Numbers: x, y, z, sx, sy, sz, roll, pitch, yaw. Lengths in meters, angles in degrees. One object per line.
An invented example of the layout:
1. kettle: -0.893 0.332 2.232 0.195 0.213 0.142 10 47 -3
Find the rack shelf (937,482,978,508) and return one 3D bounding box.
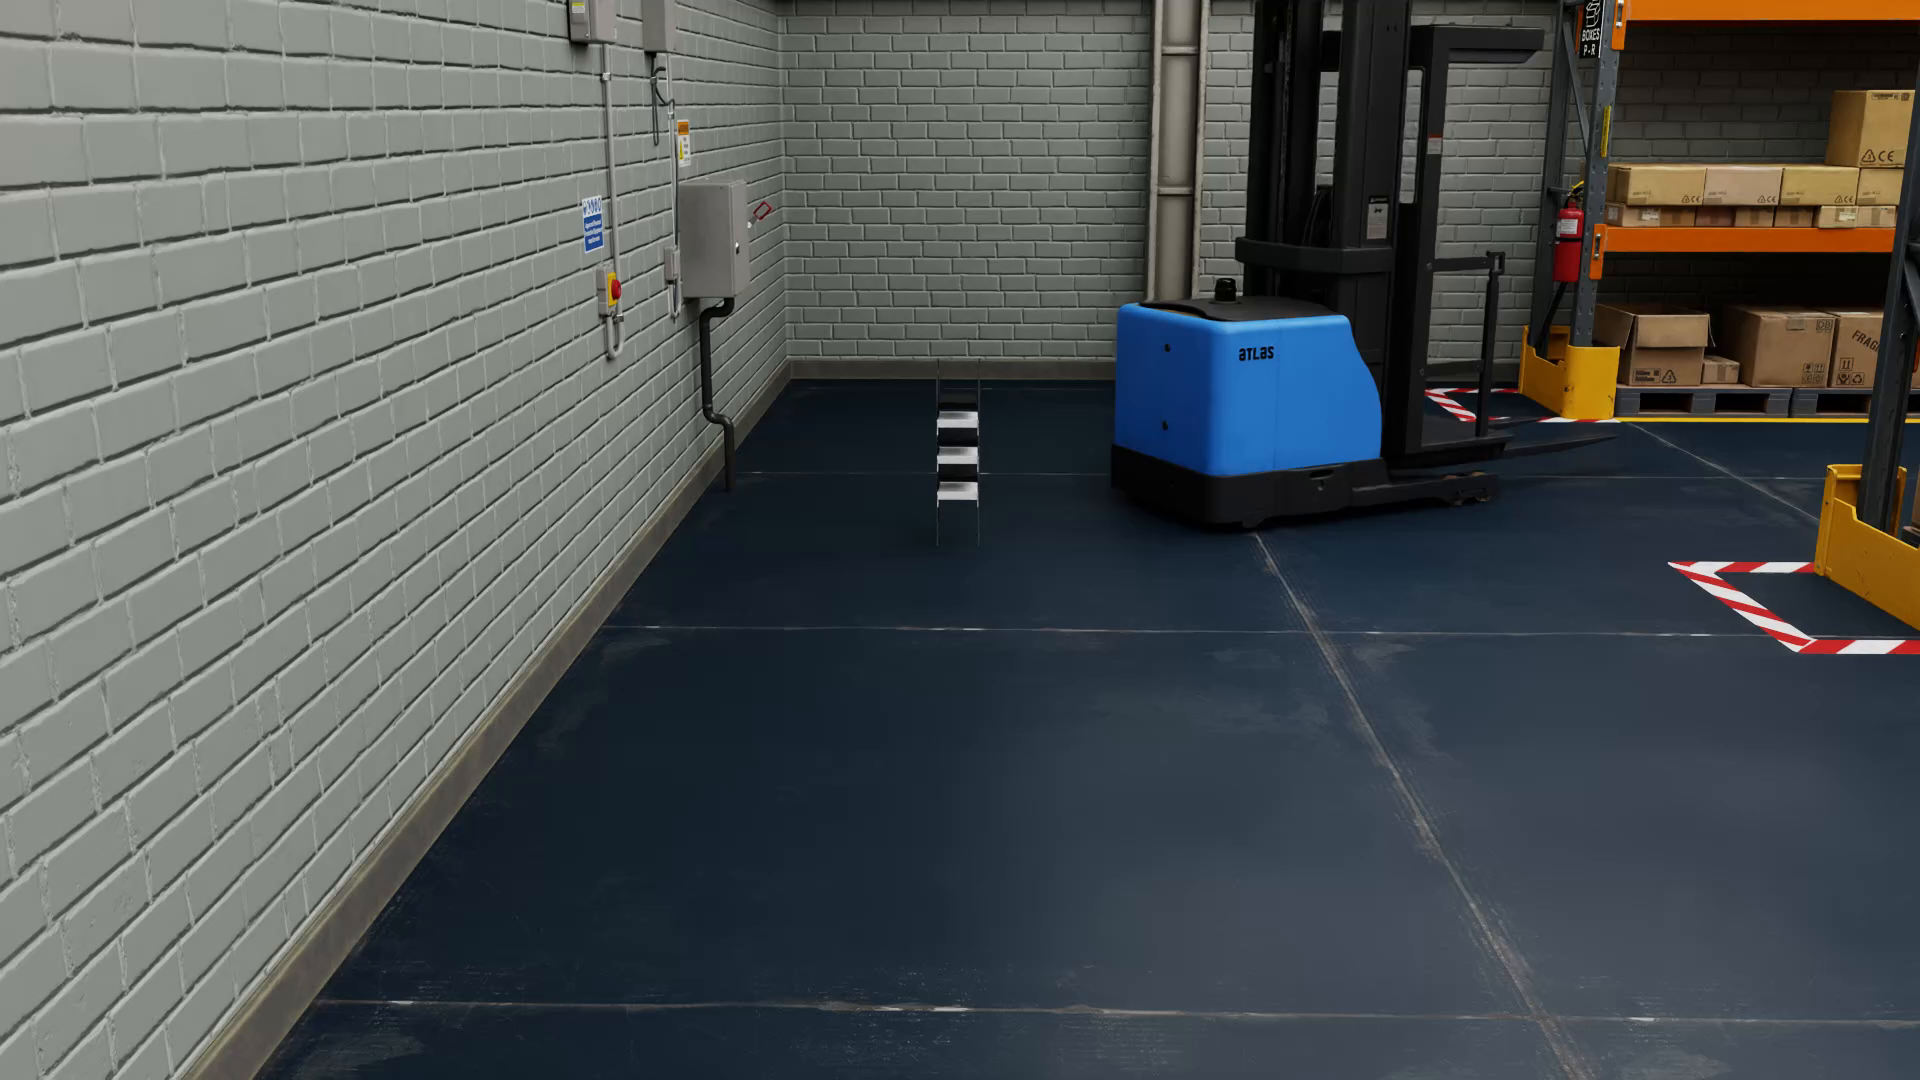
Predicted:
1. rack shelf: -0.008 -0.229 8.280 0.200 0.077 0.258 0 15 1

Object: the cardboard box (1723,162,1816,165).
1. cardboard box: 5.775 -2.559 11.871 0.500 0.250 0.500 1 15 3

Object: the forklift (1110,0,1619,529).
1. forklift: 2.383 -1.716 9.100 3.031 2.935 1.130 -7 16 -26

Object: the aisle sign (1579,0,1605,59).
1. aisle sign: 4.222 -3.614 11.062 0.004 0.787 0.394 0 15 1

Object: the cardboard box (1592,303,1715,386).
1. cardboard box: 4.907 -1.399 11.834 0.637 0.503 0.797 0 15 -1

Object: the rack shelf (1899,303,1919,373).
1. rack shelf: 6.174 -0.805 6.920 4.000 0.370 1.077 0 15 1

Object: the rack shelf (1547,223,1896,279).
1. rack shelf: 6.297 -2.071 11.718 4.000 0.370 1.077 0 15 1

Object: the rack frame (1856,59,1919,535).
1. rack frame: 4.175 -1.166 6.878 0.127 3.000 1.000 0 15 1

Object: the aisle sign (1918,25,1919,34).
1. aisle sign: 4.111 -2.502 6.848 0.004 0.787 0.394 0 15 1

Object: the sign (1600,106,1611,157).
1. sign: 4.284 -2.712 11.041 0.005 0.325 0.100 0 15 1

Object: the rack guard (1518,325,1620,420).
1. rack guard: 4.374 -1.222 11.993 0.348 0.500 1.175 0 15 1

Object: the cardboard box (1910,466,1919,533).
1. cardboard box: 4.837 -0.151 7.231 0.875 0.438 0.875 0 15 0

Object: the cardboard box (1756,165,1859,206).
1. cardboard box: 5.755 -2.425 11.364 0.500 0.250 0.500 0 15 0

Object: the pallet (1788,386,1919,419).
1. pallet: 6.387 -1.069 11.978 1.213 0.211 1.003 0 15 1

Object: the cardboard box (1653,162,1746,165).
1. cardboard box: 5.280 -2.564 11.888 0.500 0.250 0.500 0 15 2

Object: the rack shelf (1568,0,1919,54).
1. rack shelf: 6.297 -3.521 11.335 4.000 0.370 1.077 0 15 1

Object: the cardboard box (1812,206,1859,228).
1. cardboard box: 5.906 -2.217 11.355 0.250 0.149 0.380 0 15 0

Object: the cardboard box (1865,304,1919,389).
1. cardboard box: 6.798 -1.375 11.750 0.500 0.500 0.700 0 15 -1

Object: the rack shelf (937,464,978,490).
1. rack shelf: -0.008 -0.316 8.257 0.200 0.077 0.258 0 15 1

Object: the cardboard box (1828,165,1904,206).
1. cardboard box: 6.267 -2.427 11.372 0.500 0.250 0.500 0 15 0

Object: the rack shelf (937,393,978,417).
1. rack shelf: -0.008 -0.664 8.165 0.200 0.077 0.258 0 15 1

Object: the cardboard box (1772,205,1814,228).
1. cardboard box: 5.655 -2.238 11.433 0.250 0.149 0.380 1 15 2

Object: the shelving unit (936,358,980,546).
1. shelving unit: -0.008 -0.435 8.225 0.210 0.900 0.258 0 15 1

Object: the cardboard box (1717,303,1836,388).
1. cardboard box: 5.760 -1.382 11.776 0.500 0.500 0.700 1 15 4

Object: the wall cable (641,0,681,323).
1. wall cable: -1.438 -2.049 8.236 0.122 1.984 0.588 0 15 1

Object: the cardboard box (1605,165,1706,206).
1. cardboard box: 4.744 -2.431 11.385 0.500 0.250 0.500 0 15 2

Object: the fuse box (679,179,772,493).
1. fuse box: -1.263 -1.108 9.186 0.414 1.711 0.539 0 15 1

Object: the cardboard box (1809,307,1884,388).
1. cardboard box: 6.286 -1.353 11.666 0.500 0.500 0.500 1 15 2

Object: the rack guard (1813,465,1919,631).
1. rack guard: 4.151 0.043 7.197 0.348 0.500 1.175 0 15 1

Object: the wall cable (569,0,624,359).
1. wall cable: -1.463 -1.703 6.861 0.123 1.953 0.585 0 15 1

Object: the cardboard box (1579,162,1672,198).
1. cardboard box: 4.764 -2.567 11.902 0.500 0.250 0.500 1 15 3

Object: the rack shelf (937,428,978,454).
1. rack shelf: -0.008 -0.490 8.211 0.200 0.077 0.258 0 15 1

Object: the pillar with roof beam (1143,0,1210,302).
1. pillar with roof beam: 1.515 -4.482 7.687 0.400 9.000 9.100 0 15 1

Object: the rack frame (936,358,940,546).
1. rack frame: -0.110 -0.436 8.228 0.006 0.900 0.240 0 15 1

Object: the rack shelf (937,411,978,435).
1. rack shelf: -0.008 -0.577 8.188 0.200 0.077 0.258 0 15 1

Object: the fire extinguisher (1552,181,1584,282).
1. fire extinguisher: 4.139 -2.097 11.290 0.183 0.674 0.296 0 15 1

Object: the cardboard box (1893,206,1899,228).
1. cardboard box: 6.429 -2.236 11.428 0.250 0.149 0.380 0 15 1

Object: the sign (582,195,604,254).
1. sign: -1.525 -1.315 6.915 0.001 0.218 0.327 0 15 1

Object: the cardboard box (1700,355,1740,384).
1. cardboard box: 5.330 -1.215 11.831 0.250 0.149 0.380 0 15 -1

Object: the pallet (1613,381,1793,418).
1. pallet: 5.171 -1.077 12.011 1.213 0.211 1.003 0 15 1

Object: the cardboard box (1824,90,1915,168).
1. cardboard box: 6.244 -2.784 11.253 0.500 0.500 0.500 1 15 3

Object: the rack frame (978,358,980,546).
1. rack frame: 0.094 -0.435 8.223 0.006 0.900 0.240 0 15 1

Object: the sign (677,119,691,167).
1. sign: -1.472 -2.118 8.868 0.001 0.242 0.339 0 15 1

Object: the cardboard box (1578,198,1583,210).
1. cardboard box: 4.636 -2.376 11.959 0.250 0.149 0.380 0 15 1

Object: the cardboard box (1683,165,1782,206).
1. cardboard box: 5.248 -2.428 11.373 0.500 0.250 0.500 1 15 2

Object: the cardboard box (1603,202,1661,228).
1. cardboard box: 4.619 -2.238 11.434 0.250 0.149 0.380 0 15 1

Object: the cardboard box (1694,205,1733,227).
1. cardboard box: 5.138 -2.255 11.500 0.250 0.149 0.380 0 15 1

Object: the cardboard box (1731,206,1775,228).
1. cardboard box: 5.389 -2.238 11.435 0.250 0.149 0.380 1 15 3

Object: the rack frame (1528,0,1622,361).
1. rack frame: 4.298 -2.431 11.676 0.127 3.000 1.000 0 15 1

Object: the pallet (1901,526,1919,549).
1. pallet: 4.976 0.168 7.289 1.213 0.211 1.003 0 15 1

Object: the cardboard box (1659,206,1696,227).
1. cardboard box: 4.875 -2.248 11.473 0.250 0.149 0.380 1 15 3

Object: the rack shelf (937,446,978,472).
1. rack shelf: -0.008 -0.403 8.234 0.200 0.077 0.258 0 15 1

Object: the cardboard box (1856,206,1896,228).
1. cardboard box: 6.170 -2.220 11.368 0.250 0.149 0.380 1 15 3

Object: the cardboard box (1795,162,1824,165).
1. cardboard box: 6.297 -2.556 11.858 0.500 0.250 0.500 0 15 1
